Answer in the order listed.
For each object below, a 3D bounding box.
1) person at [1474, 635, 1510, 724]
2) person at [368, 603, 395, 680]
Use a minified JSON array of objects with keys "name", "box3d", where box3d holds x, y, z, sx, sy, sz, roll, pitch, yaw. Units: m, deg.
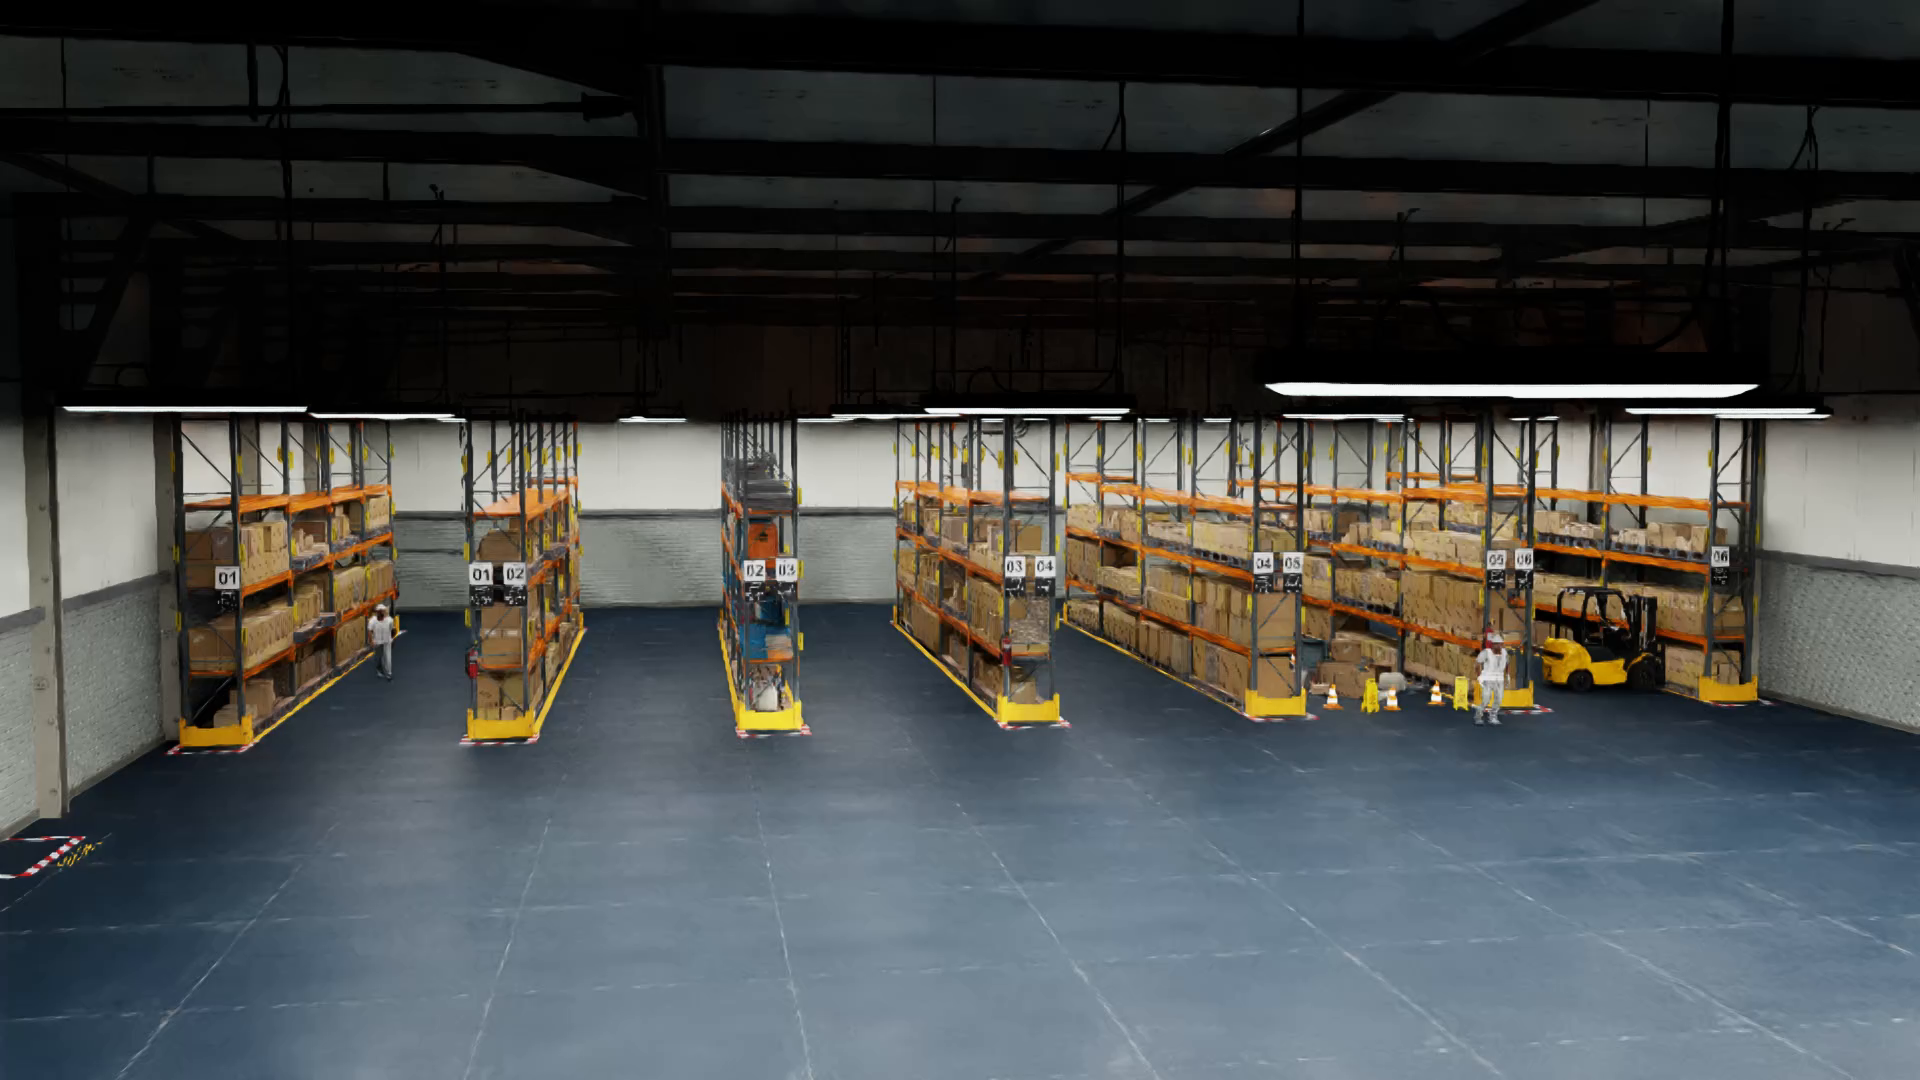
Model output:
[{"name":"person","box3d":[10.135,2.658,31.626,0.702,1.735,0.548,-1,4,-12]},{"name":"person","box3d":[-12.955,2.265,37.232,0.571,1.708,1.035,-1,4,-18]}]
